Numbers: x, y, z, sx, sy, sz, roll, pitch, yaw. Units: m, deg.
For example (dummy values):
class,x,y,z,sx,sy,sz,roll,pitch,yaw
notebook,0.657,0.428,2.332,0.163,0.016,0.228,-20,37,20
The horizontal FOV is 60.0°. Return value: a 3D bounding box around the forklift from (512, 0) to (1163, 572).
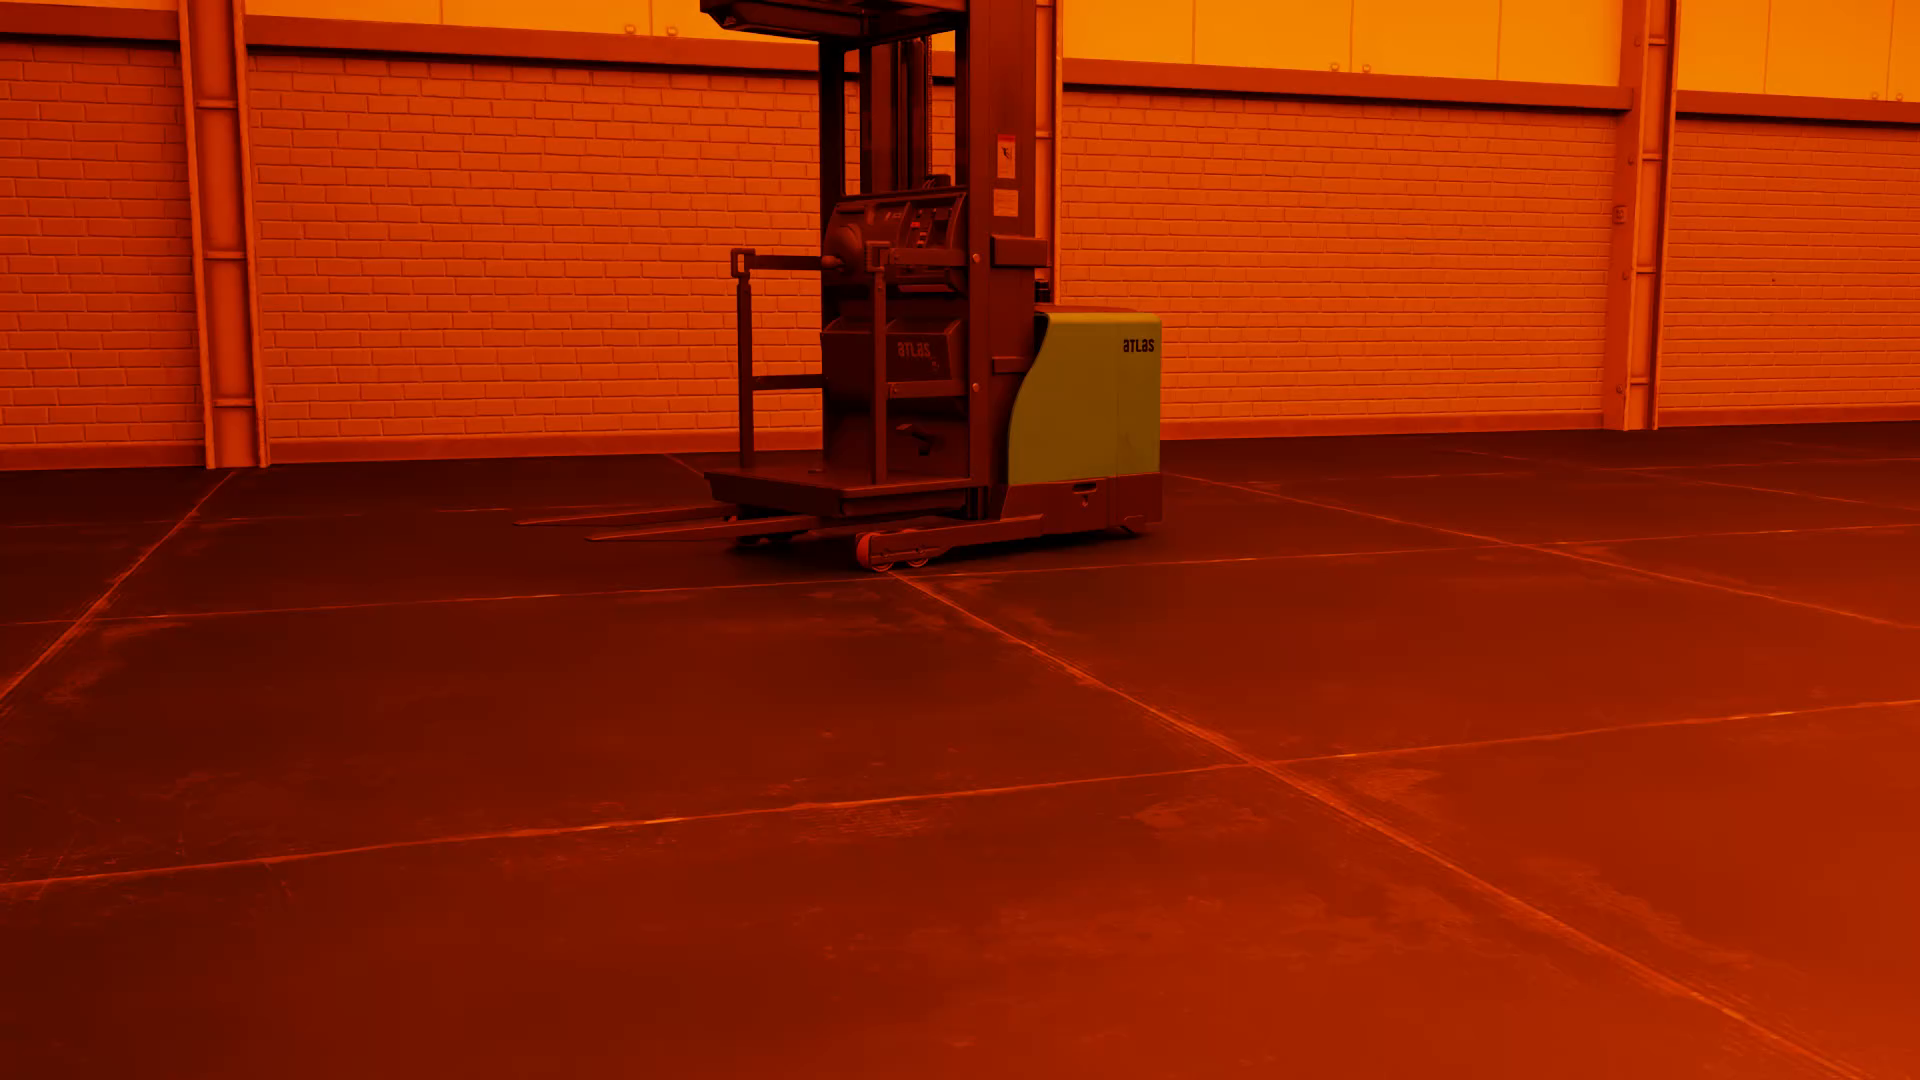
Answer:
class,x,y,z,sx,sy,sz,roll,pitch,yaw
forklift,-0.461,-1.399,7.333,3.031,2.935,1.130,-7,10,-40
